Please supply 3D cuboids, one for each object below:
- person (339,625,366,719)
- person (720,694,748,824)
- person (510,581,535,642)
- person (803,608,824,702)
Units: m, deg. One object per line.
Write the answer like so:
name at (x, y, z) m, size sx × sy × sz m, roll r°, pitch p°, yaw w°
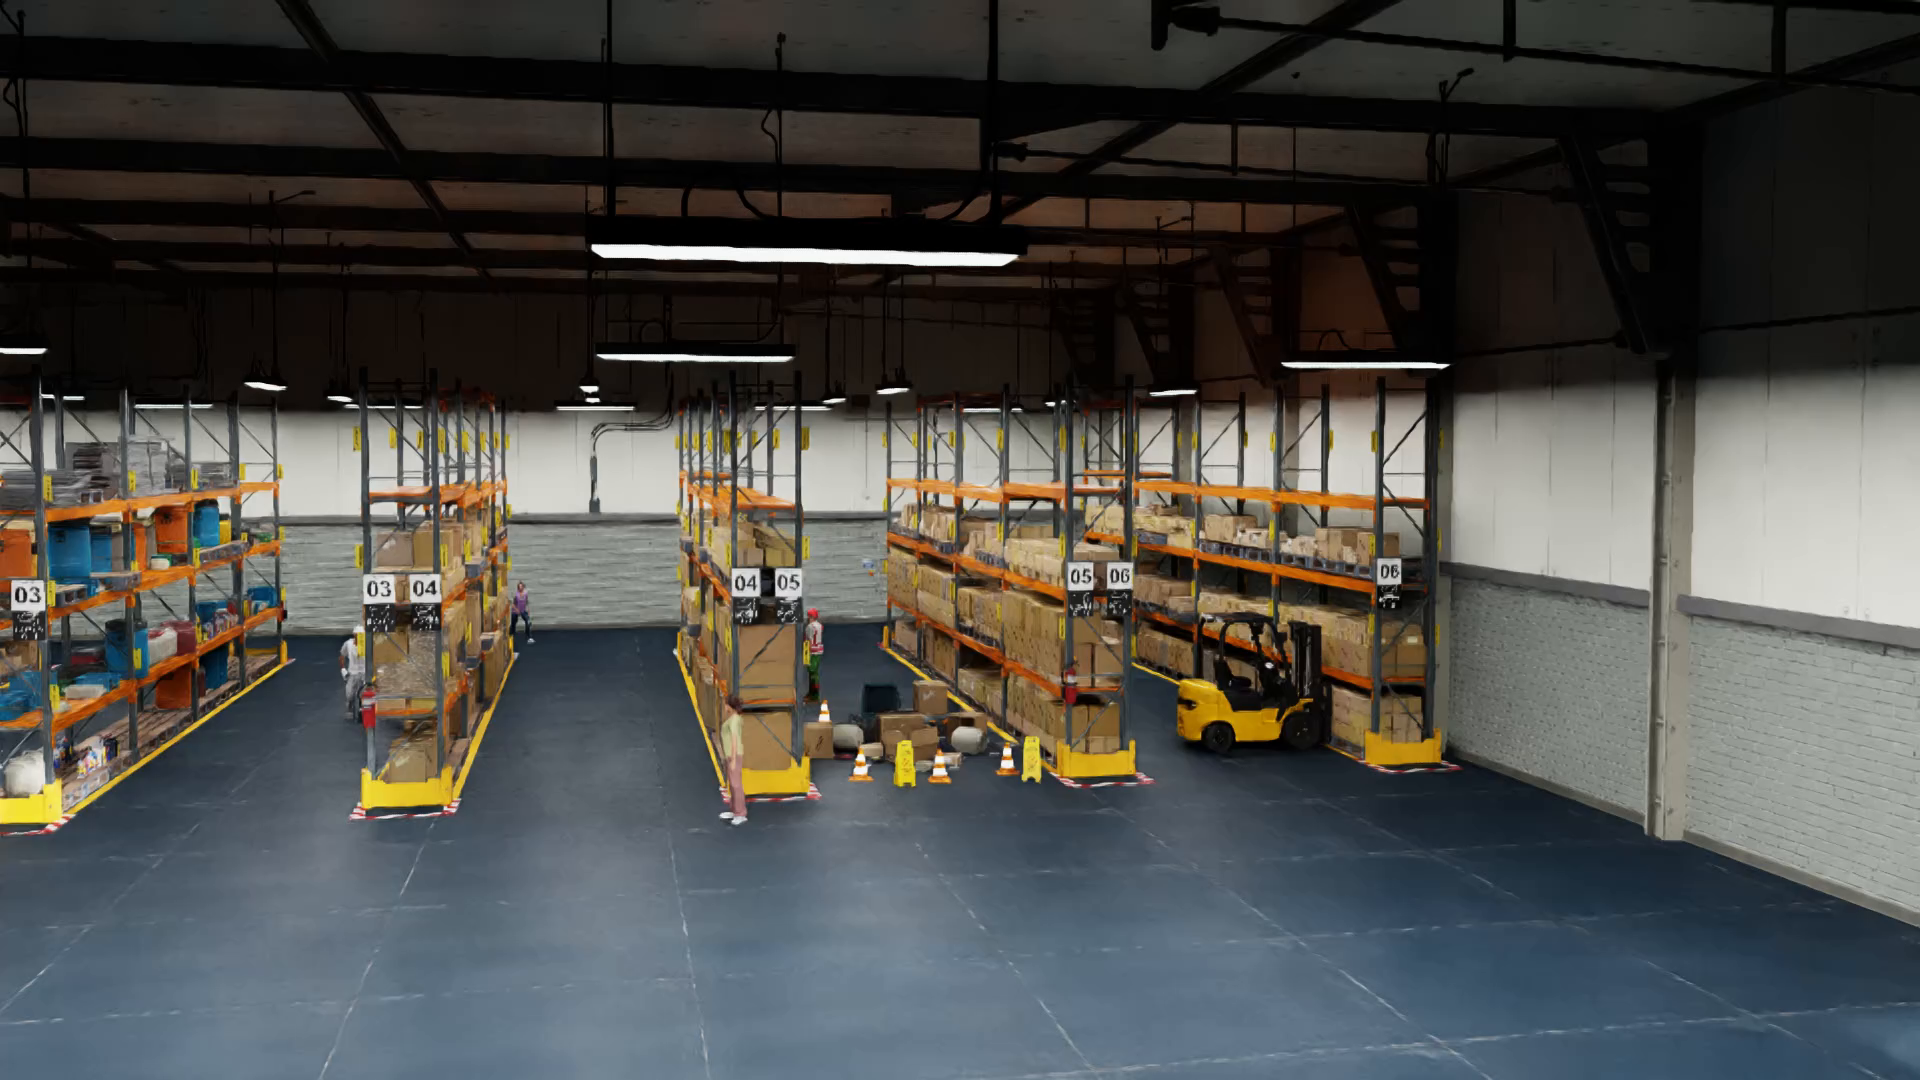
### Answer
person at (-10.732, 2.373, 29.734) m, size 0.702 × 1.735 × 0.549 m, roll -1°, pitch 3°, yaw -13°
person at (-2.983, 2.854, 21.828) m, size 0.383 × 1.673 × 0.567 m, roll 0°, pitch 3°, yaw -4°
person at (-10.925, 1.770, 41.265) m, size 0.554 × 1.525 × 0.786 m, roll -2°, pitch 4°, yaw -30°
person at (-2.871, 2.195, 31.894) m, size 0.489 × 1.787 × 0.608 m, roll 1°, pitch 4°, yaw 19°
